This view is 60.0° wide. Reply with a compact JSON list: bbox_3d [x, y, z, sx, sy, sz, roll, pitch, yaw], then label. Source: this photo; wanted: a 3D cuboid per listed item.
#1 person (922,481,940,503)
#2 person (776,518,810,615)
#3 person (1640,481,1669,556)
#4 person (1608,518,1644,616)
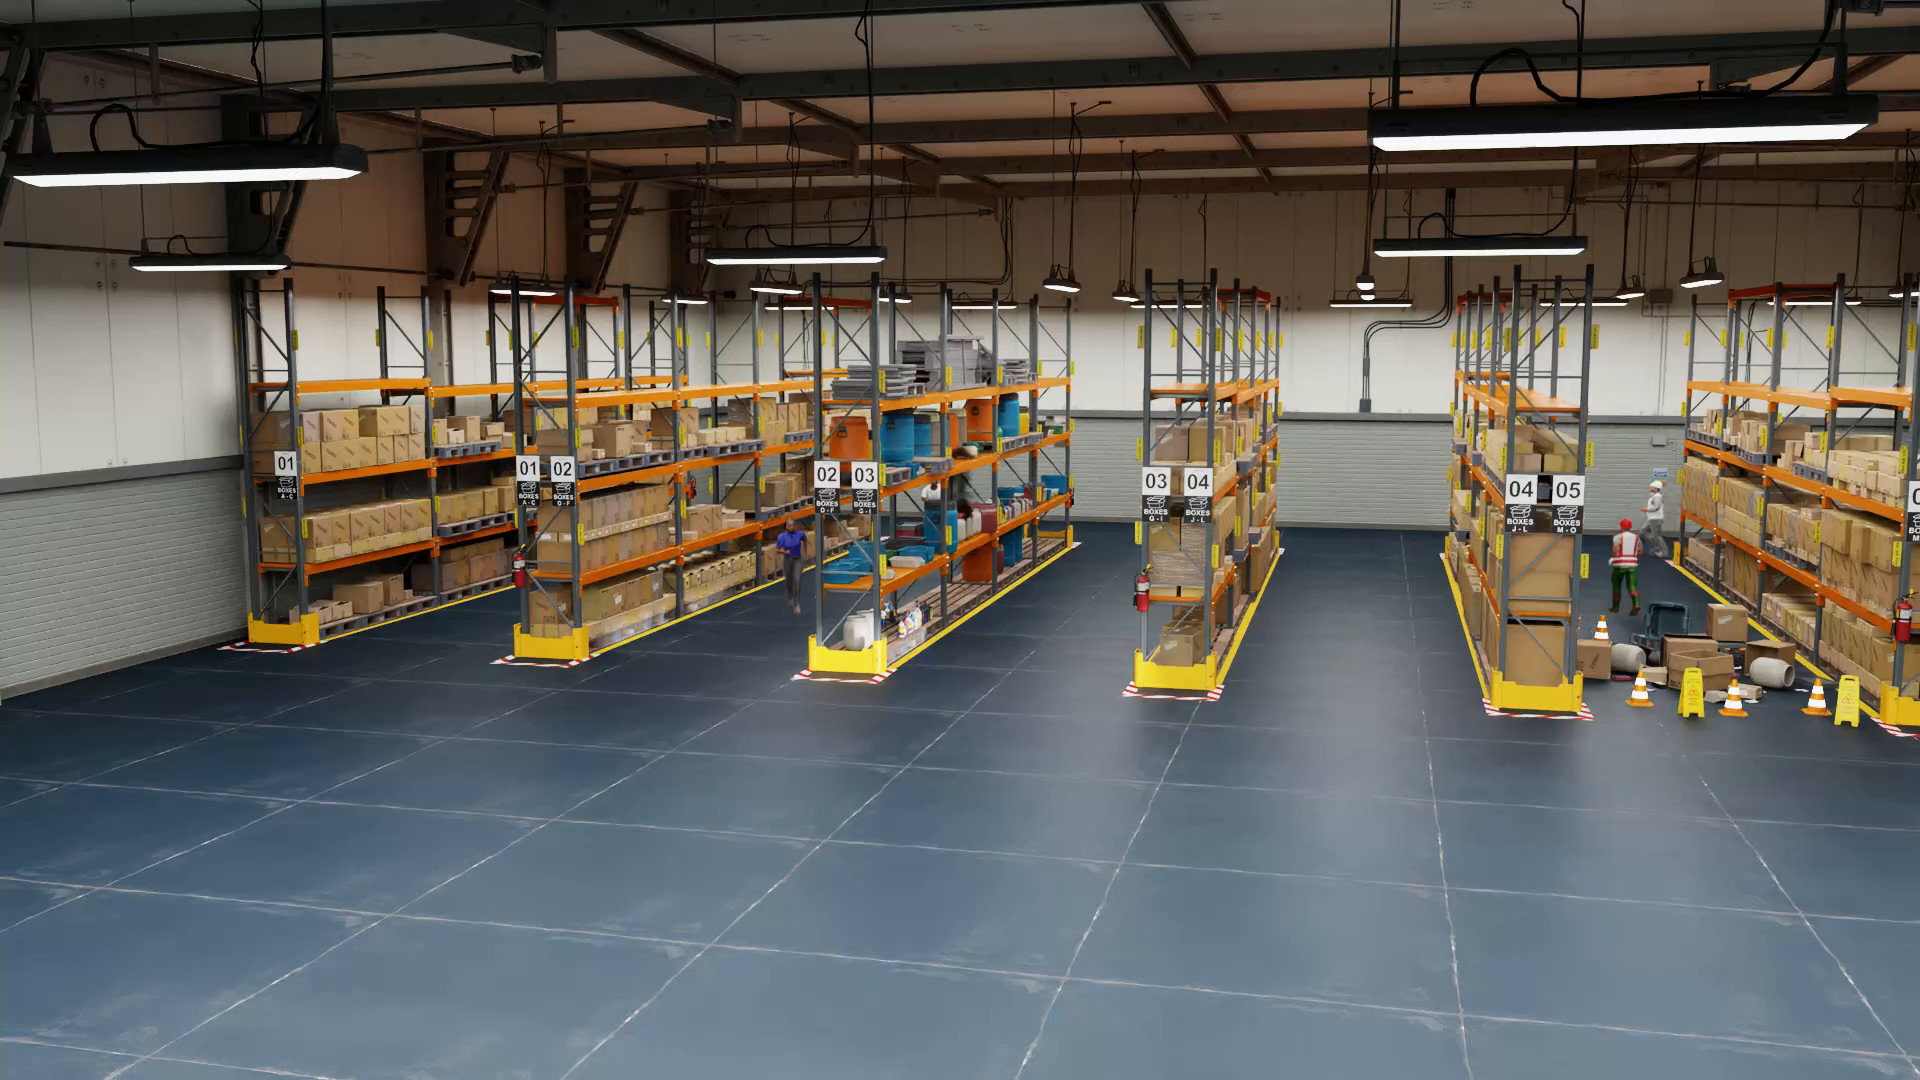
[{"bbox_3d":[-0.590,-0.812,41.638,0.734,1.651,0.855,1,7,5],"label":"person"},{"bbox_3d":[-2.927,0.437,29.142,0.573,1.654,0.916,0,7,-2],"label":"person"},{"bbox_3d":[16.082,-0.489,38.499,0.687,1.760,0.644,2,7,19],"label":"person"},{"bbox_3d":[12.040,0.496,30.038,0.643,1.749,1.088,0,7,4],"label":"person"}]
